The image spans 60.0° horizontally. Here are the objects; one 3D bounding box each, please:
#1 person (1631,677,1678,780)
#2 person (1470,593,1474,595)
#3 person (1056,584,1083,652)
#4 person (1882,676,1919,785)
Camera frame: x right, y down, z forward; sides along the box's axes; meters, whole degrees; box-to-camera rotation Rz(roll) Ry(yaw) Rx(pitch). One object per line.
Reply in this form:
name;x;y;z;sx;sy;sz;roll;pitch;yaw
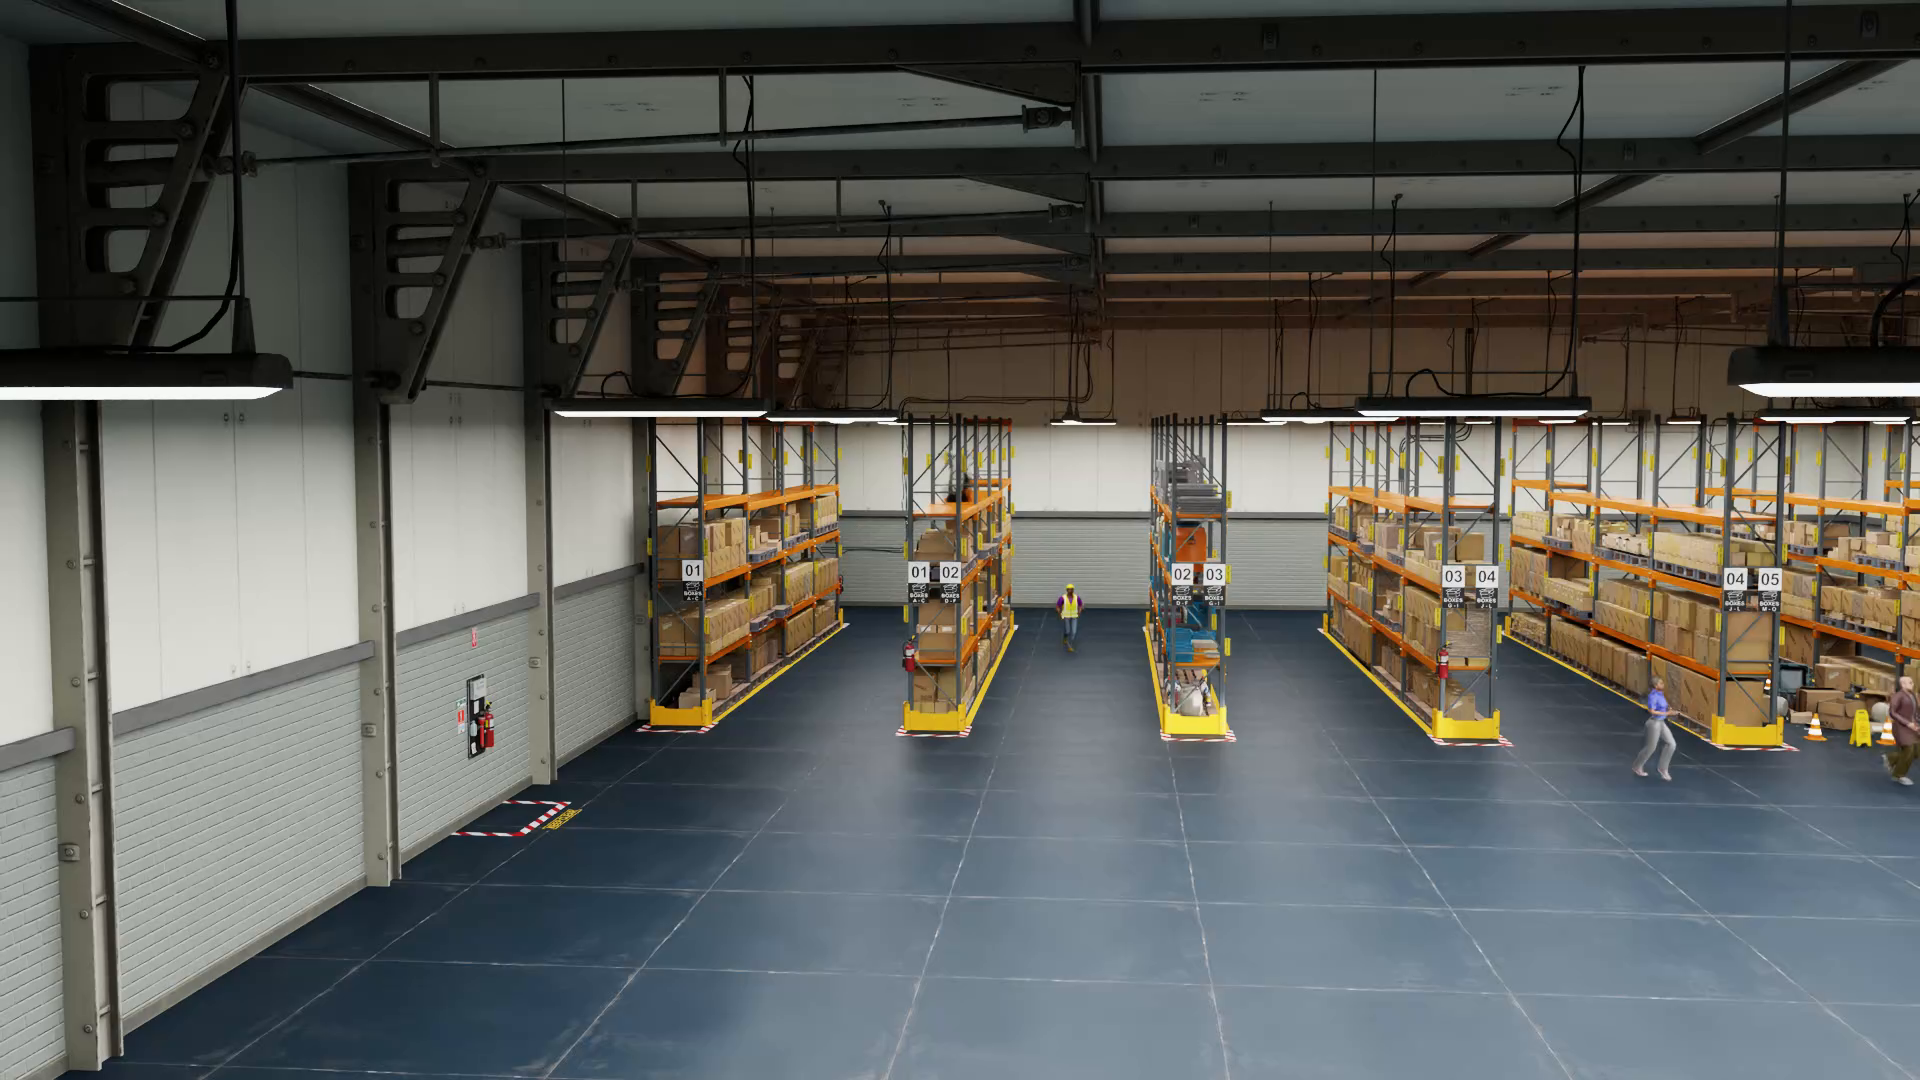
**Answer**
person;11.343;3.077;27.122;0.708;1.712;0.625;3;5;42
person;14.160;1.748;46.873;0.719;1.707;0.799;-3;5;-41
person;2.832;1.993;42.785;0.701;1.726;0.616;0;4;-6
person;15.217;3.054;26.847;0.746;1.737;0.658;-3;5;-36
